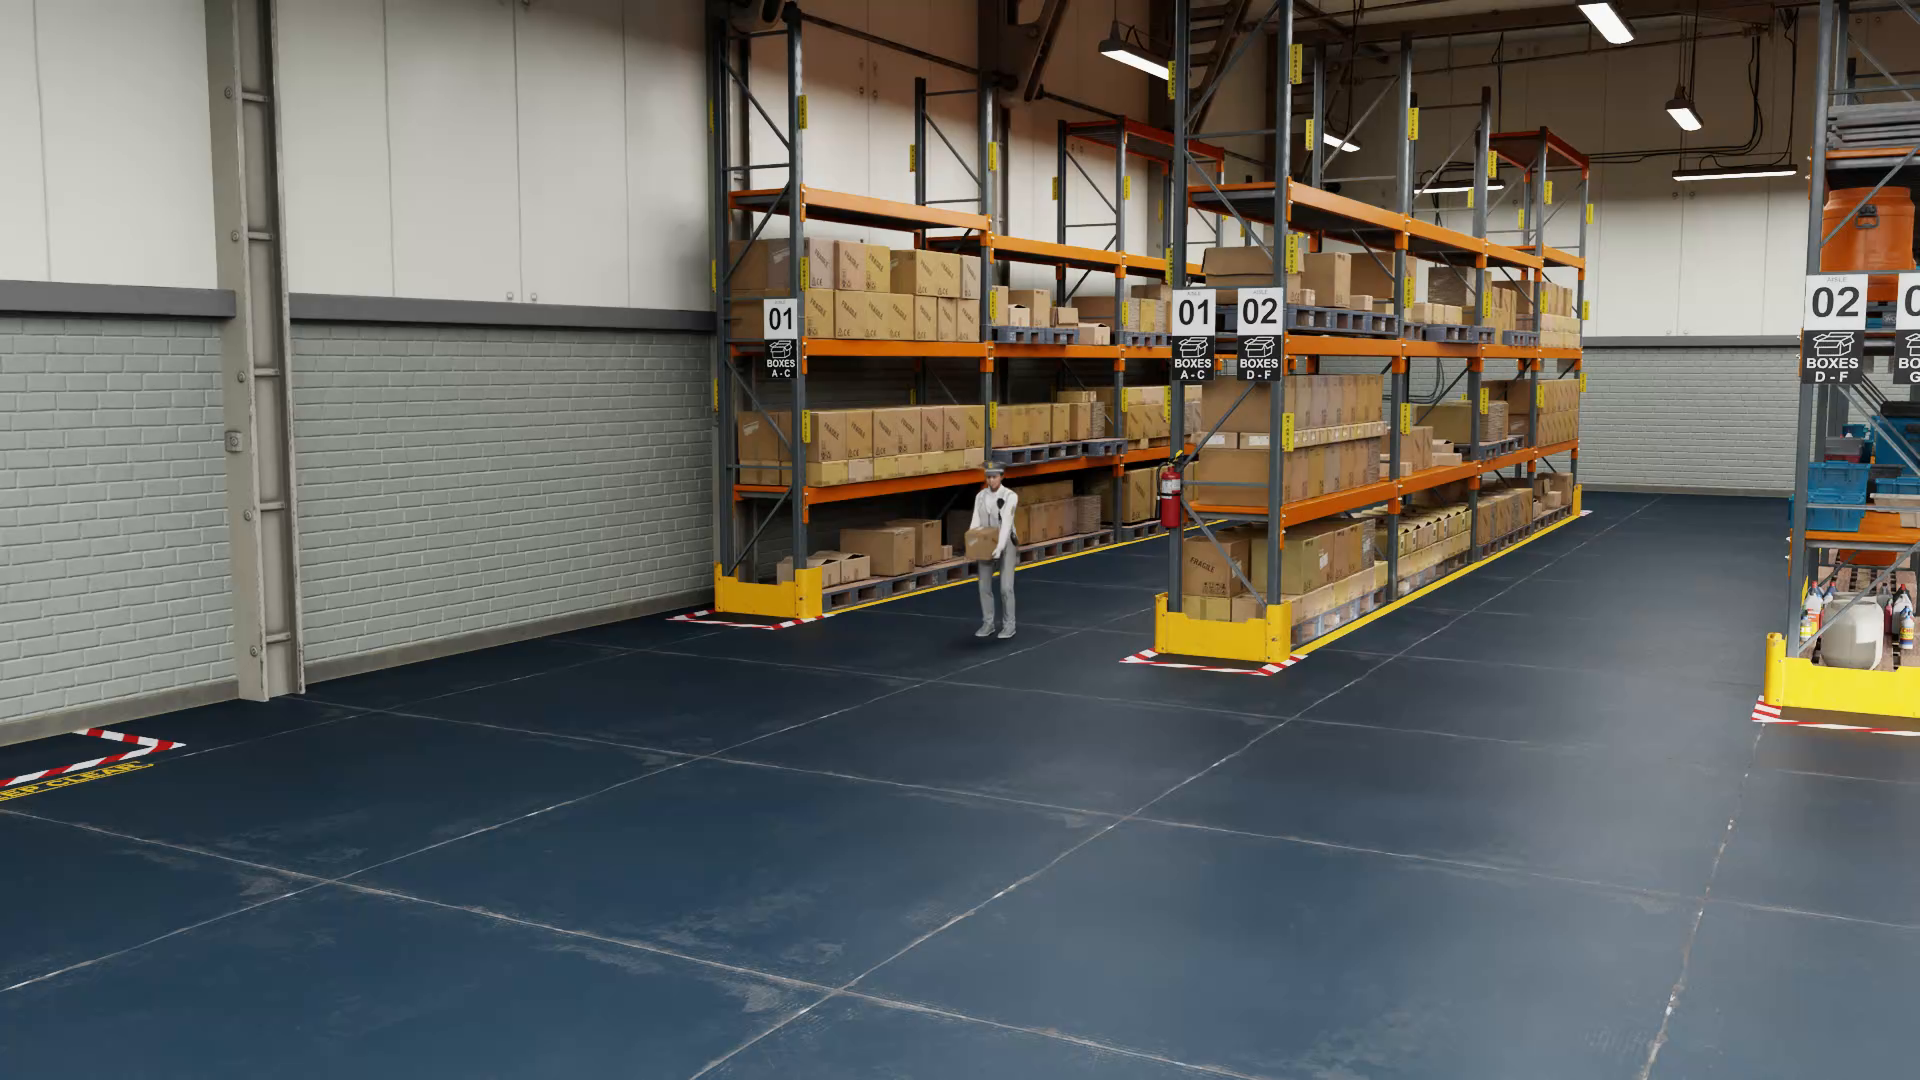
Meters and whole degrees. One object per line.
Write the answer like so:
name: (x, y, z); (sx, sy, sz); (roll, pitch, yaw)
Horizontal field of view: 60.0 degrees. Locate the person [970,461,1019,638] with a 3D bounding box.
person: (0.318, 0.089, 15.563); (0.415, 1.665, 0.542); (3, 7, 27)
